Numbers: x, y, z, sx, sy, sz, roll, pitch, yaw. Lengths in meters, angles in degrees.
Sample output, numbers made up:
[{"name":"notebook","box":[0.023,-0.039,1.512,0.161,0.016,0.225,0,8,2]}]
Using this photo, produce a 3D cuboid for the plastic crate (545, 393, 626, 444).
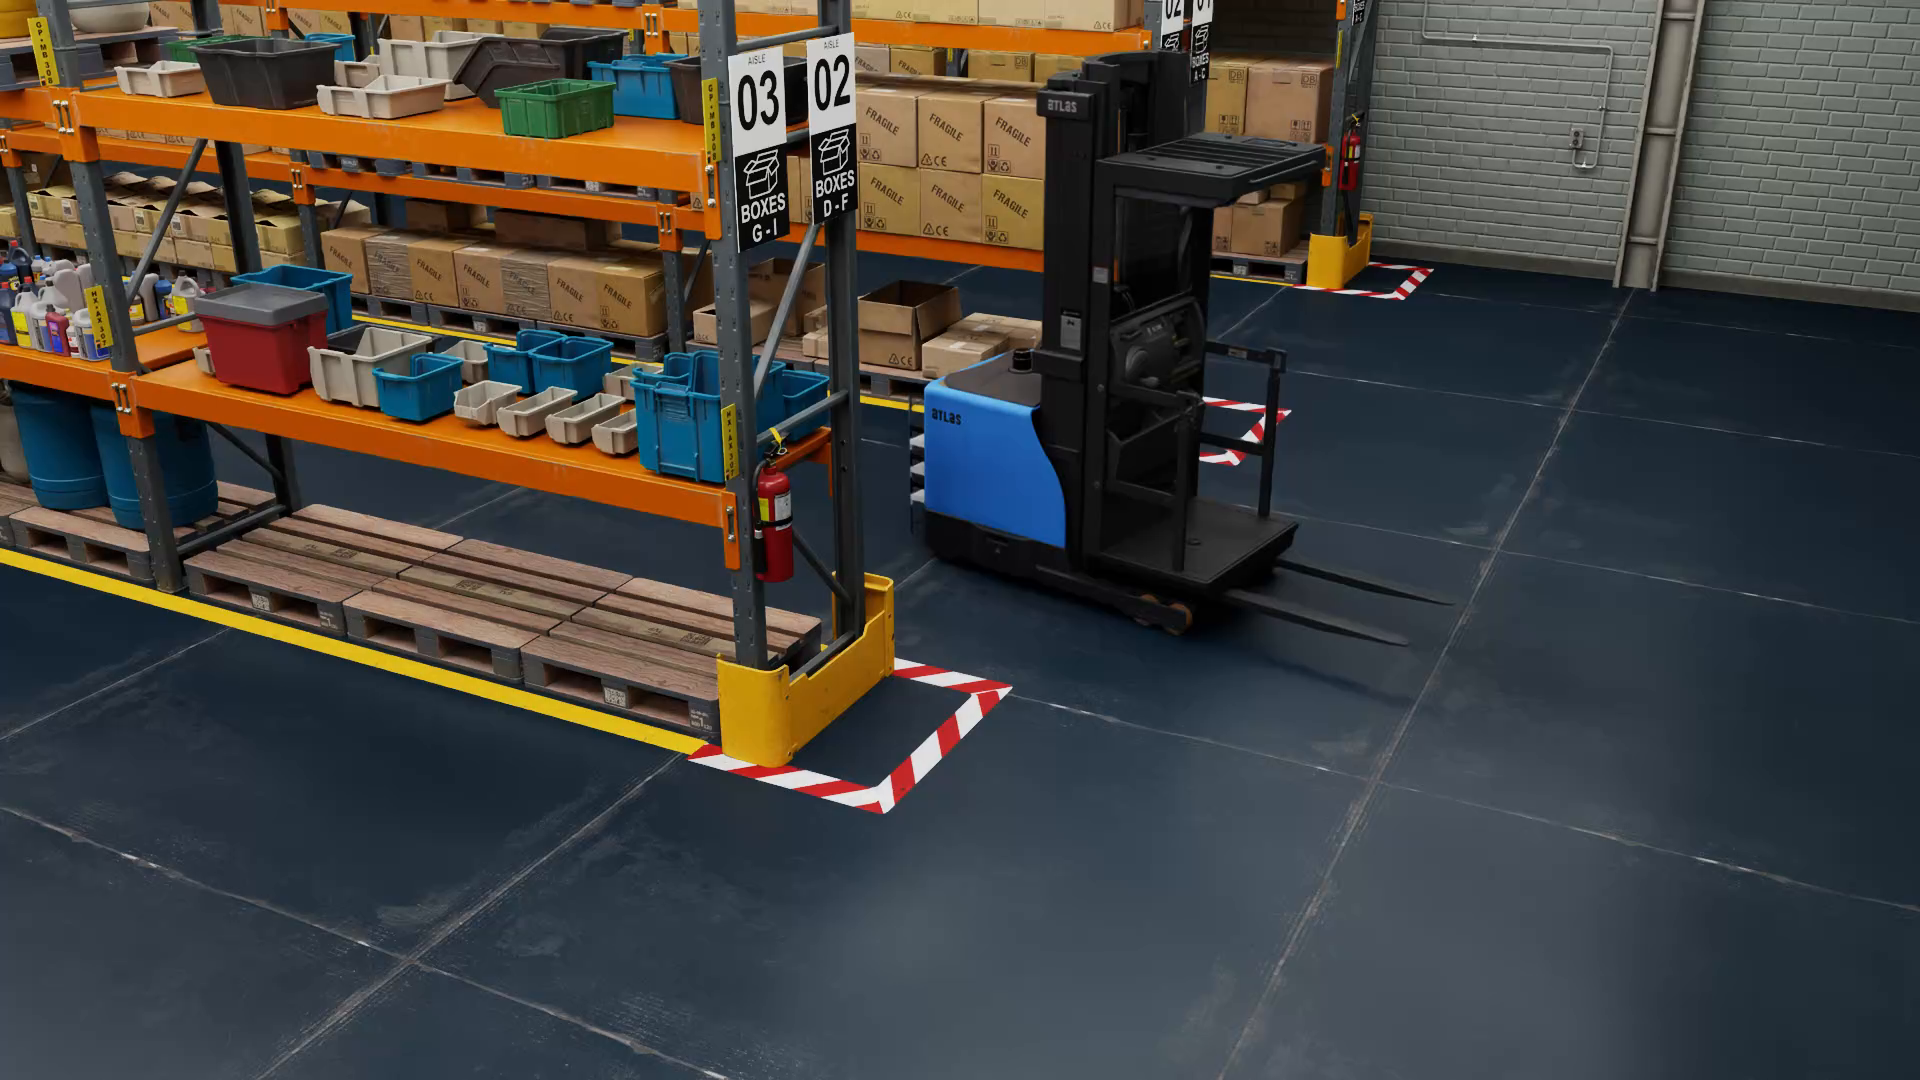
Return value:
[{"name":"plastic crate","box":[-1.823,-0.586,8.055,0.243,0.136,0.396,11,25,25]}]

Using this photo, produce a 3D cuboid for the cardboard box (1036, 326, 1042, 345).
[{"name":"cardboard box","box":[0.881,-1.334,12.186,0.500,0.500,0.500,11,25,25]}]

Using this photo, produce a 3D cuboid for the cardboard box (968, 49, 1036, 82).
[{"name":"cardboard box","box":[0.616,-4.745,17.192,0.700,0.700,0.980,12,26,25]}]

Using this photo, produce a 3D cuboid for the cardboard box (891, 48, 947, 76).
[{"name":"cardboard box","box":[-0.387,-4.894,17.393,0.500,0.500,0.500,11,25,24]}]

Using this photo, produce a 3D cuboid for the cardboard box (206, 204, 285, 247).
[{"name":"cardboard box","box":[-6.708,-2.966,15.653,0.500,0.311,0.500,11,25,24]}]

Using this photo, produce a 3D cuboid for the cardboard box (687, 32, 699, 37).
[{"name":"cardboard box","box":[-2.662,-5.688,18.299,0.500,0.250,0.500,11,25,24]}]

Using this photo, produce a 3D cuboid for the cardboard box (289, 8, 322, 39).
[{"name":"cardboard box","box":[-8.010,-6.468,20.835,0.500,0.500,0.500,11,25,24]}]

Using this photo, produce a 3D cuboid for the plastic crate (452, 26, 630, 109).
[{"name":"plastic crate","box":[-2.001,-2.260,7.978,0.767,0.338,0.504,11,25,25]}]

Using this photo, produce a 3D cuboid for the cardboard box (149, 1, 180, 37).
[{"name":"cardboard box","box":[-10.280,-6.924,21.906,0.500,0.500,0.500,11,25,25]}]

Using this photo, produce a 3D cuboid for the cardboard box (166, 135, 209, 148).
[{"name":"cardboard box","box":[-7.167,-4.021,15.745,0.500,0.500,0.500,10,25,22]}]

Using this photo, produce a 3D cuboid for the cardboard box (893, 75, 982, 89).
[{"name":"cardboard box","box":[-0.168,-3.218,12.578,0.500,0.500,0.500,11,25,24]}]

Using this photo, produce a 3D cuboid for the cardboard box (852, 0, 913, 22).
[{"name":"cardboard box","box":[-0.433,-3.852,11.833,0.500,0.250,0.500,11,25,25]}]

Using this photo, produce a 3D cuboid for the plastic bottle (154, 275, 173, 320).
[{"name":"plastic bottle","box":[-4.783,-1.458,10.010,0.097,0.271,0.097,0,23,0]}]

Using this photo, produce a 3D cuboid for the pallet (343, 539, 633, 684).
[{"name":"pallet","box":[-2.565,0.366,9.121,1.213,0.211,1.003,11,25,25]}]

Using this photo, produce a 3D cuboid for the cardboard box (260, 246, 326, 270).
[{"name":"cardboard box","box":[-6.242,-2.620,15.555,0.500,0.250,0.500,12,26,26]}]

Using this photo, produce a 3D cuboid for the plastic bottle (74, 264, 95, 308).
[{"name":"plastic bottle","box":[-5.399,-1.570,10.268,0.135,0.276,0.152,11,25,25]}]

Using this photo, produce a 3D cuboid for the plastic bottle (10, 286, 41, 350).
[{"name":"plastic bottle","box":[-5.299,-1.274,9.476,0.185,0.351,0.144,11,25,25]}]

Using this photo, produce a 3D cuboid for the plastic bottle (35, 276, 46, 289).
[{"name":"plastic bottle","box":[-5.645,-1.530,10.268,0.097,0.201,0.097,0,23,0]}]

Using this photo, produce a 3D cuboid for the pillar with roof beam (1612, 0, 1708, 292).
[{"name":"pillar with roof beam","box":[4.566,-5.085,10.709,0.400,9.000,9.100,11,25,25]}]

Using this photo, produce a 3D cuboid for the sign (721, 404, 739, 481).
[{"name":"sign","box":[-0.995,-0.423,7.202,0.005,0.325,0.100,11,25,25]}]

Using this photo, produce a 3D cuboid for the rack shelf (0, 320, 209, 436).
[{"name":"rack shelf","box":[-6.116,-1.271,10.325,4.000,0.370,1.077,11,25,25]}]

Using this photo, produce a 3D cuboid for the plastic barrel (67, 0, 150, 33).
[{"name":"plastic barrel","box":[-4.688,-3.065,9.082,0.433,0.535,0.433,0,23,0]}]

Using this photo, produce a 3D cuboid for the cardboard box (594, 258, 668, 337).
[{"name":"cardboard box","box":[-2.662,-2.017,13.793,0.500,0.500,0.500,11,25,24]}]

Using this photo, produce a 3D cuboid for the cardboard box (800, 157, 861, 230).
[{"name":"cardboard box","box":[-0.857,-2.661,12.546,0.500,0.500,0.500,11,25,24]}]

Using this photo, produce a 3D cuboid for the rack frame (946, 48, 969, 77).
[{"name":"rack frame","box":[0.139,-4.709,17.490,0.127,3.000,1.000,11,25,25]}]

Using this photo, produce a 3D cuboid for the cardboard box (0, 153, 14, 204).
[{"name":"cardboard box","box":[-10.186,-3.762,17.281,0.500,0.500,0.500,11,25,25]}]

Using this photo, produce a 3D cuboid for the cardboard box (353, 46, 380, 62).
[{"name":"cardboard box","box":[-7.560,-6.040,20.785,0.500,0.250,0.500,11,26,25]}]

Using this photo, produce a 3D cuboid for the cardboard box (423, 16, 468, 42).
[{"name":"cardboard box","box":[-6.066,-6.167,20.229,0.500,0.500,0.700,14,27,30]}]

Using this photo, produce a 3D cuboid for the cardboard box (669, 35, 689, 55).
[{"name":"cardboard box","box":[-3.113,-5.432,18.657,0.500,0.500,0.500,12,26,26]}]

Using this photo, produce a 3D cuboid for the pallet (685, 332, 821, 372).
[{"name":"pallet","box":[-1.480,-1.573,13.680,1.213,0.211,1.003,11,25,25]}]

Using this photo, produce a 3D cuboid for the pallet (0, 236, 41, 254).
[{"name":"pallet","box":[-9.923,-3.263,17.652,1.213,0.211,1.003,11,25,25]}]

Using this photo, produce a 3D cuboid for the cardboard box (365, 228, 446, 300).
[{"name":"cardboard box","box":[-4.915,-2.466,14.848,0.500,0.500,0.500,10,25,23]}]

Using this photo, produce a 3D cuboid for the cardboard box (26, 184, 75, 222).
[{"name":"cardboard box","box":[-8.976,-3.417,16.712,0.500,0.311,0.500,11,26,25]}]

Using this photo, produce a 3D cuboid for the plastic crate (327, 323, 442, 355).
[{"name":"plastic crate","box":[-3.211,-1.046,9.152,0.590,0.125,0.437,11,25,25]}]

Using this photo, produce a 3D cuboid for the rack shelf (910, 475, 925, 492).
[{"name":"rack shelf","box":[-0.152,-0.348,10.233,0.200,0.077,0.258,16,28,34]}]

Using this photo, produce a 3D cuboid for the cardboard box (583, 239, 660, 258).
[{"name":"cardboard box","box":[-2.896,-2.291,14.436,0.500,0.500,0.500,12,26,25]}]

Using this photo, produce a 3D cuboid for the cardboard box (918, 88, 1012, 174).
[{"name":"cardboard box","box":[0.040,-2.939,11.923,0.500,0.500,0.500,12,26,26]}]

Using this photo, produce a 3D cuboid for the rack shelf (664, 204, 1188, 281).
[{"name":"rack shelf","box":[-0.308,-2.294,12.730,4.000,0.370,1.077,11,25,25]}]

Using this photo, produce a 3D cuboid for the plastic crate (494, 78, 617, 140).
[{"name":"plastic crate","box":[-1.770,-1.900,7.322,0.336,0.188,0.450,11,25,25]}]

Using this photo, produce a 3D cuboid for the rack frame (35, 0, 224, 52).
[{"name":"rack frame","box":[-4.331,-4.010,8.180,0.127,3.000,1.000,11,25,25]}]

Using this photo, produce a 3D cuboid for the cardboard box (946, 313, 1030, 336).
[{"name":"cardboard box","box":[0.227,-1.581,13.085,0.500,0.250,0.500,11,25,25]}]

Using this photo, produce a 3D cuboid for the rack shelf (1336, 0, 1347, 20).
[{"name":"rack shelf","box":[1.924,-5.405,16.213,4.000,0.370,1.077,11,25,25]}]

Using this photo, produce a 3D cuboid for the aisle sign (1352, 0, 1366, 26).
[{"name":"aisle sign","box":[3.638,-5.081,15.044,0.004,0.787,0.394,11,25,25]}]

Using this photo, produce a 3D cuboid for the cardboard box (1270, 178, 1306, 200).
[{"name":"cardboard box","box":[3.241,-3.481,16.430,0.250,0.149,0.380,11,26,25]}]

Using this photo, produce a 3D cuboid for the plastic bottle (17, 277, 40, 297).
[{"name":"plastic bottle","box":[-5.399,-1.357,9.671,0.185,0.351,0.144,11,25,25]}]

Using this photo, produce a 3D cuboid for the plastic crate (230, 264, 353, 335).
[{"name":"plastic crate","box":[-3.761,-1.306,9.431,0.575,0.384,0.392,11,25,25]}]

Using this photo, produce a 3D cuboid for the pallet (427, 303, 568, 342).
[{"name":"pallet","box":[-3.929,-2.040,14.778,1.213,0.211,1.003,11,25,25]}]

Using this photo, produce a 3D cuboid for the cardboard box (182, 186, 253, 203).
[{"name":"cardboard box","box":[-7.383,-3.337,16.524,0.500,0.311,0.500,11,25,24]}]

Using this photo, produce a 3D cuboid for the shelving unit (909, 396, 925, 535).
[{"name":"shelving unit","box":[-0.152,-0.461,10.184,0.210,0.900,0.258,16,28,34]}]

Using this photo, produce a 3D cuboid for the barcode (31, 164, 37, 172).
[{"name":"barcode","box":[-9.192,-3.694,16.509,0.075,0.075,0.001,11,25,25]}]

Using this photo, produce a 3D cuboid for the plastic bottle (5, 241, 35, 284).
[{"name":"plastic bottle","box":[-5.920,-1.709,10.500,0.185,0.351,0.144,11,25,25]}]

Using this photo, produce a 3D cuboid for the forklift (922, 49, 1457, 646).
[{"name":"forklift","box":[1.256,-1.070,9.020,3.031,2.935,1.130,16,28,34]}]

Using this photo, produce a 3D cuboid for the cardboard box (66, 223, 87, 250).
[{"name":"cardboard box","box":[-8.528,-3.070,16.613,0.500,0.250,0.500,12,26,26]}]

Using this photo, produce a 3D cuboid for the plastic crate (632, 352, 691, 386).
[{"name":"plastic crate","box":[-1.421,-0.768,8.360,0.300,0.233,0.416,11,25,25]}]
